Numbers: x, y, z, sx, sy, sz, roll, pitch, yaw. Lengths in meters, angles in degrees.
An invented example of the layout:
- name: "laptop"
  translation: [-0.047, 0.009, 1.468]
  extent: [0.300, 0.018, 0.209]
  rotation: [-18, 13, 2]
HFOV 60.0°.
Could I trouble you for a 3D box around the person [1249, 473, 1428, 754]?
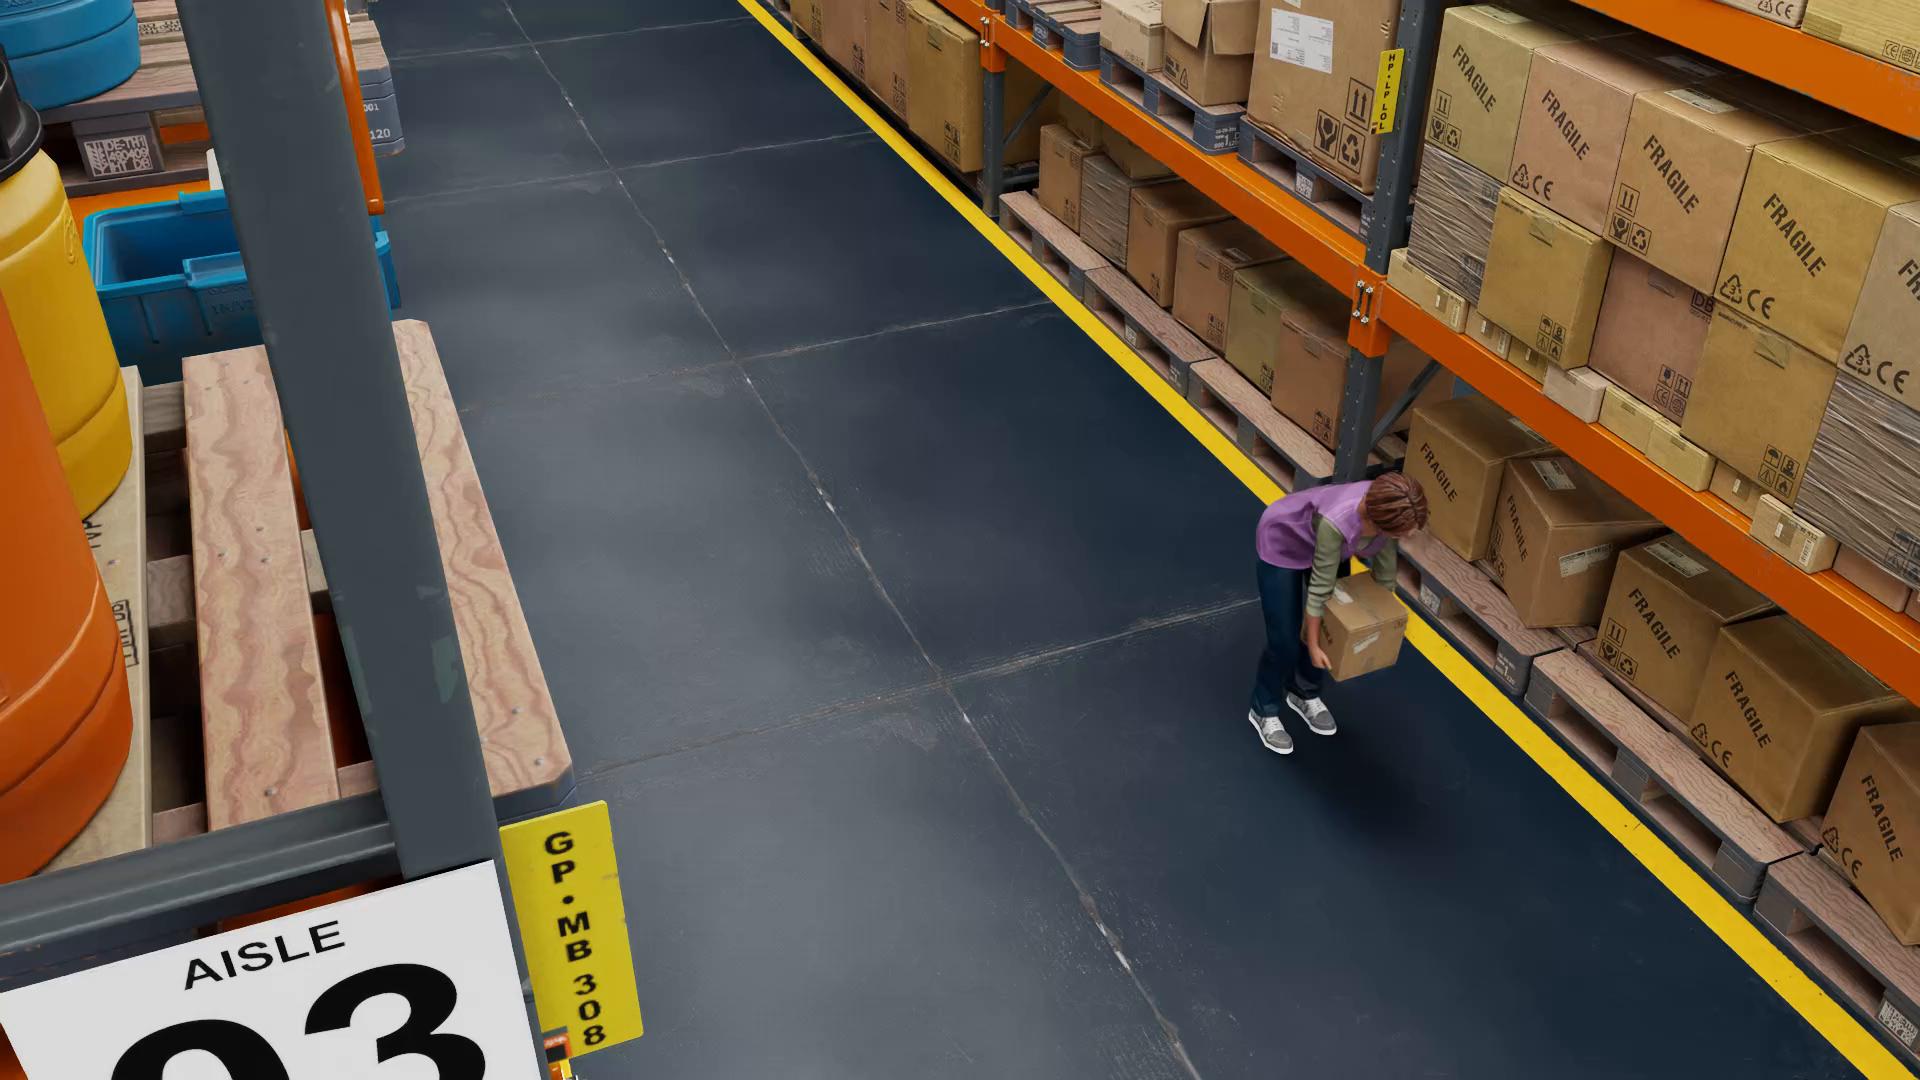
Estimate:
- name: "person"
  translation: [1.342, 0.241, 6.014]
  extent: [0.373, 1.355, 0.737]
  rotation: [-14, 36, -19]
